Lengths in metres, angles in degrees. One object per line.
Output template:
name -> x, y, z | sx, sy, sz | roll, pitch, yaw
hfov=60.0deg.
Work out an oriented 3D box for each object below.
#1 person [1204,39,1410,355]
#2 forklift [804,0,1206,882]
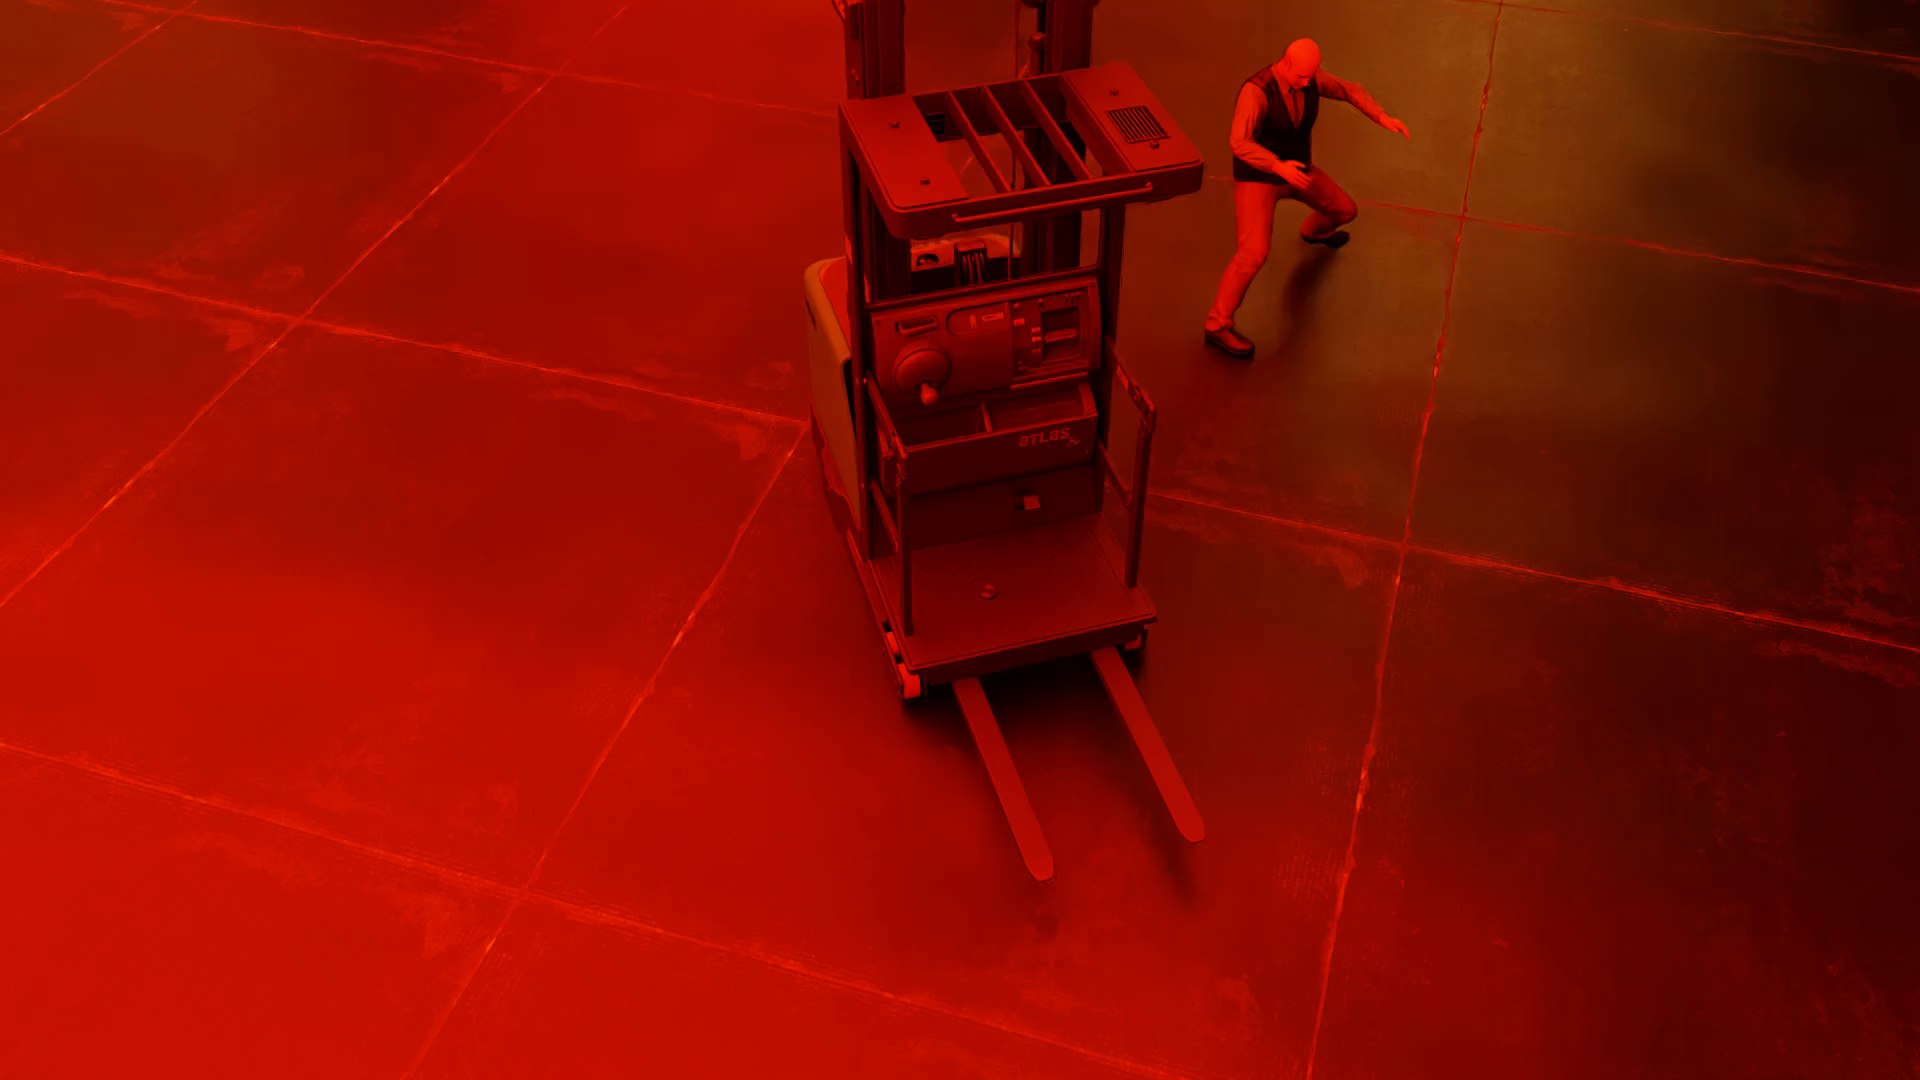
person -> 1.815, -1.925, 8.800 | 1.298, 1.506, 0.735 | -22, 47, -22
forklift -> 0.177, -0.698, 6.439 | 1.130, 2.935, 3.031 | -12, 44, -12
